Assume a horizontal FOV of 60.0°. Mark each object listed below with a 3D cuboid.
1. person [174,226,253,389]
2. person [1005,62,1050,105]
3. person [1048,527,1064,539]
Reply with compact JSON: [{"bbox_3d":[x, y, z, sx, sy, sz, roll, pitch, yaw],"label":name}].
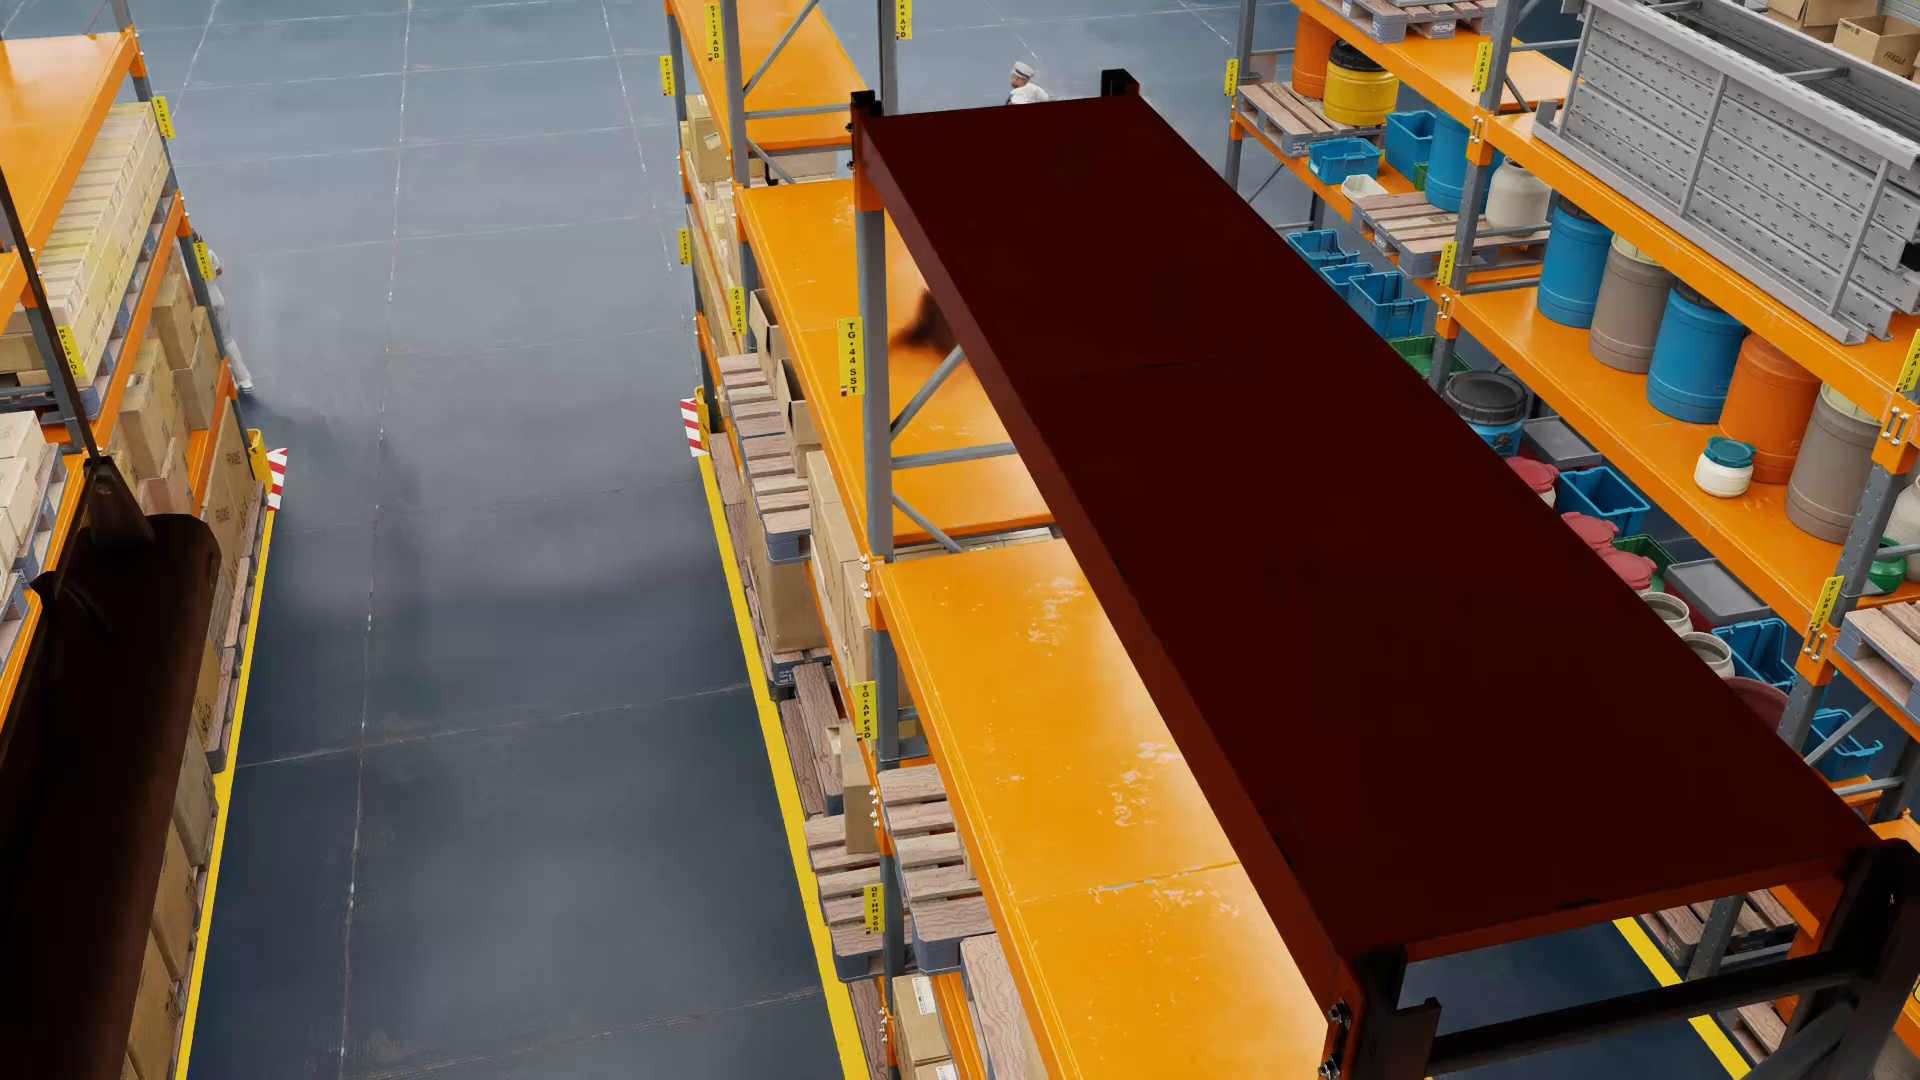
[{"bbox_3d":[-7.174,-2.191,15.842,0.724,1.707,0.558,20,39,27],"label":"person"},{"bbox_3d":[0.744,-4.612,19.277,0.812,1.845,0.644,7,35,10],"label":"person"},{"bbox_3d":[0.596,0.465,11.866,0.709,1.742,0.799,-8,35,-11],"label":"person"}]
